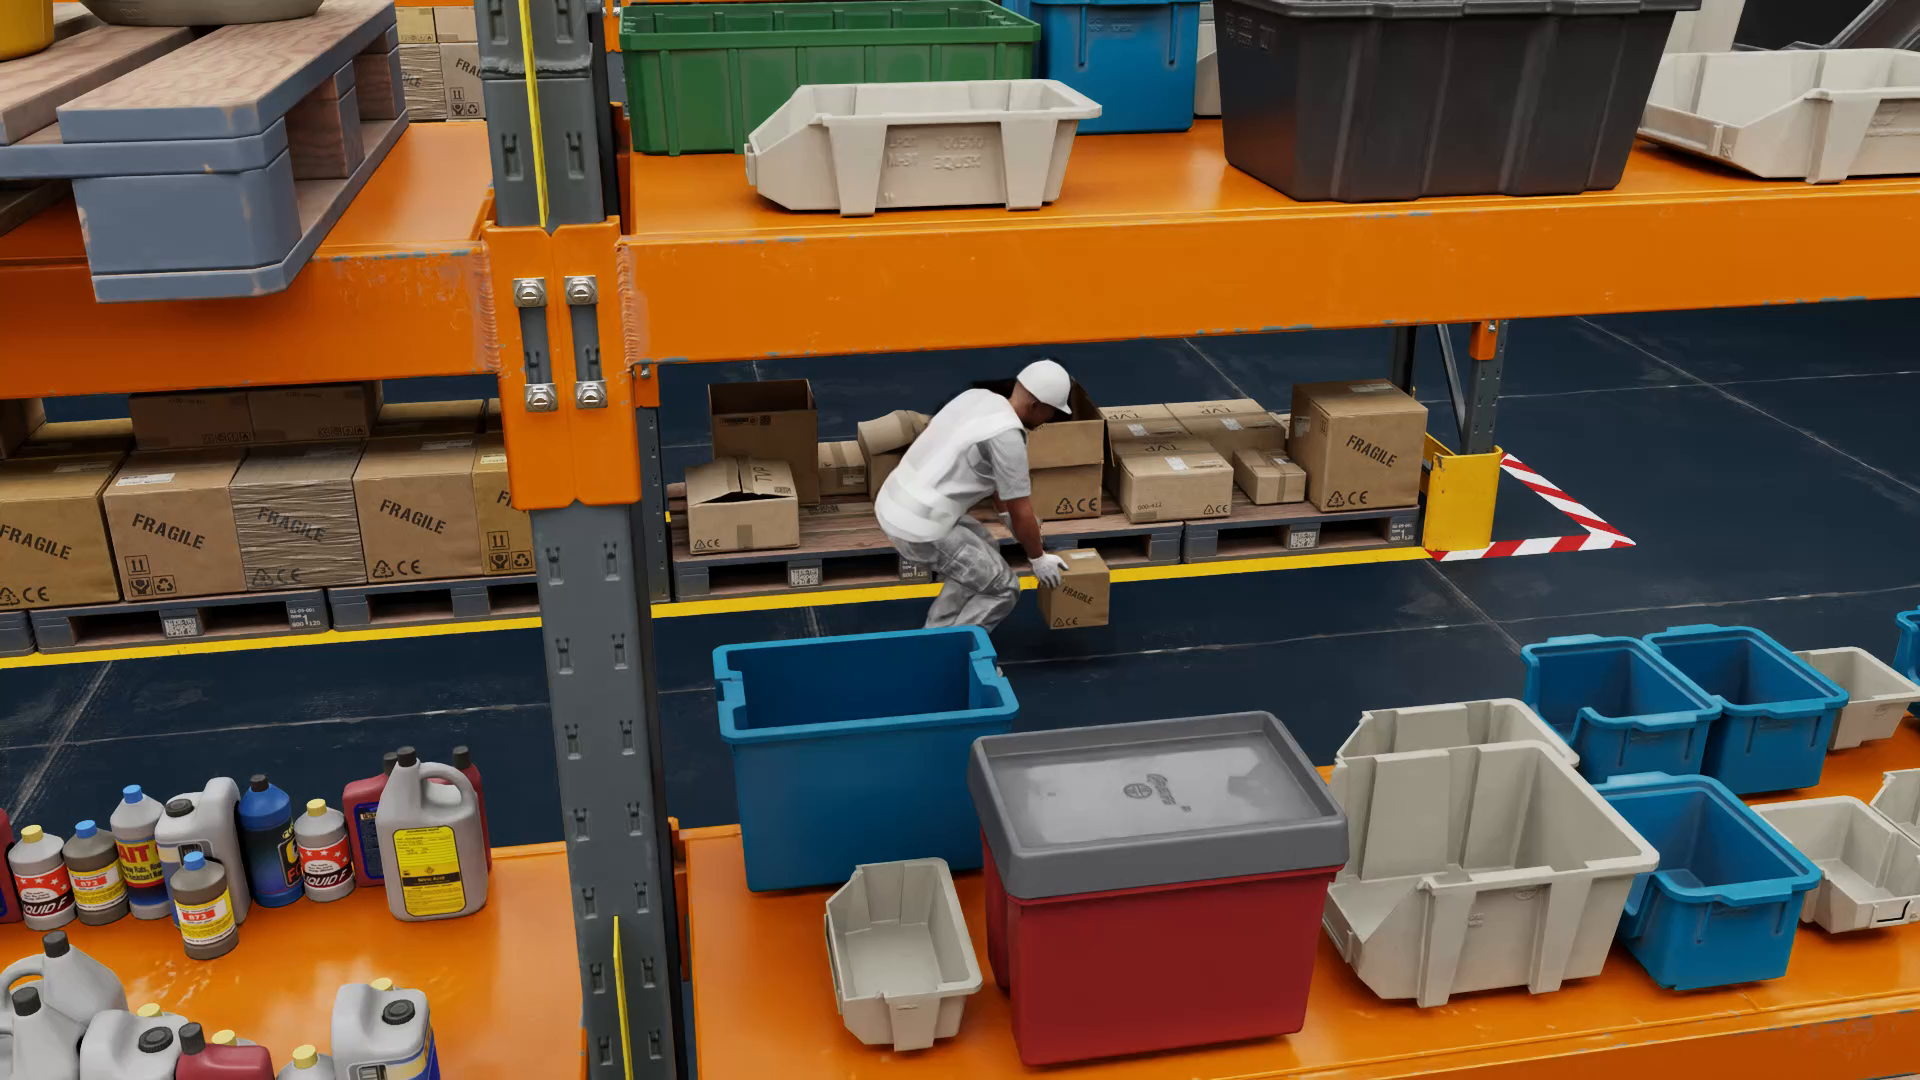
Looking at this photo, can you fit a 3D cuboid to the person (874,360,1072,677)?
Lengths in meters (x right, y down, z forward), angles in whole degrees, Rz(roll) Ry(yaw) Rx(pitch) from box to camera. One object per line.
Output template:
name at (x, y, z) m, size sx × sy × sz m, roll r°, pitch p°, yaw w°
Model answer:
person at (0.054, -0.087, 6.865) m, size 0.813 × 1.322 × 0.611 m, roll -4°, pitch 23°, yaw -10°
